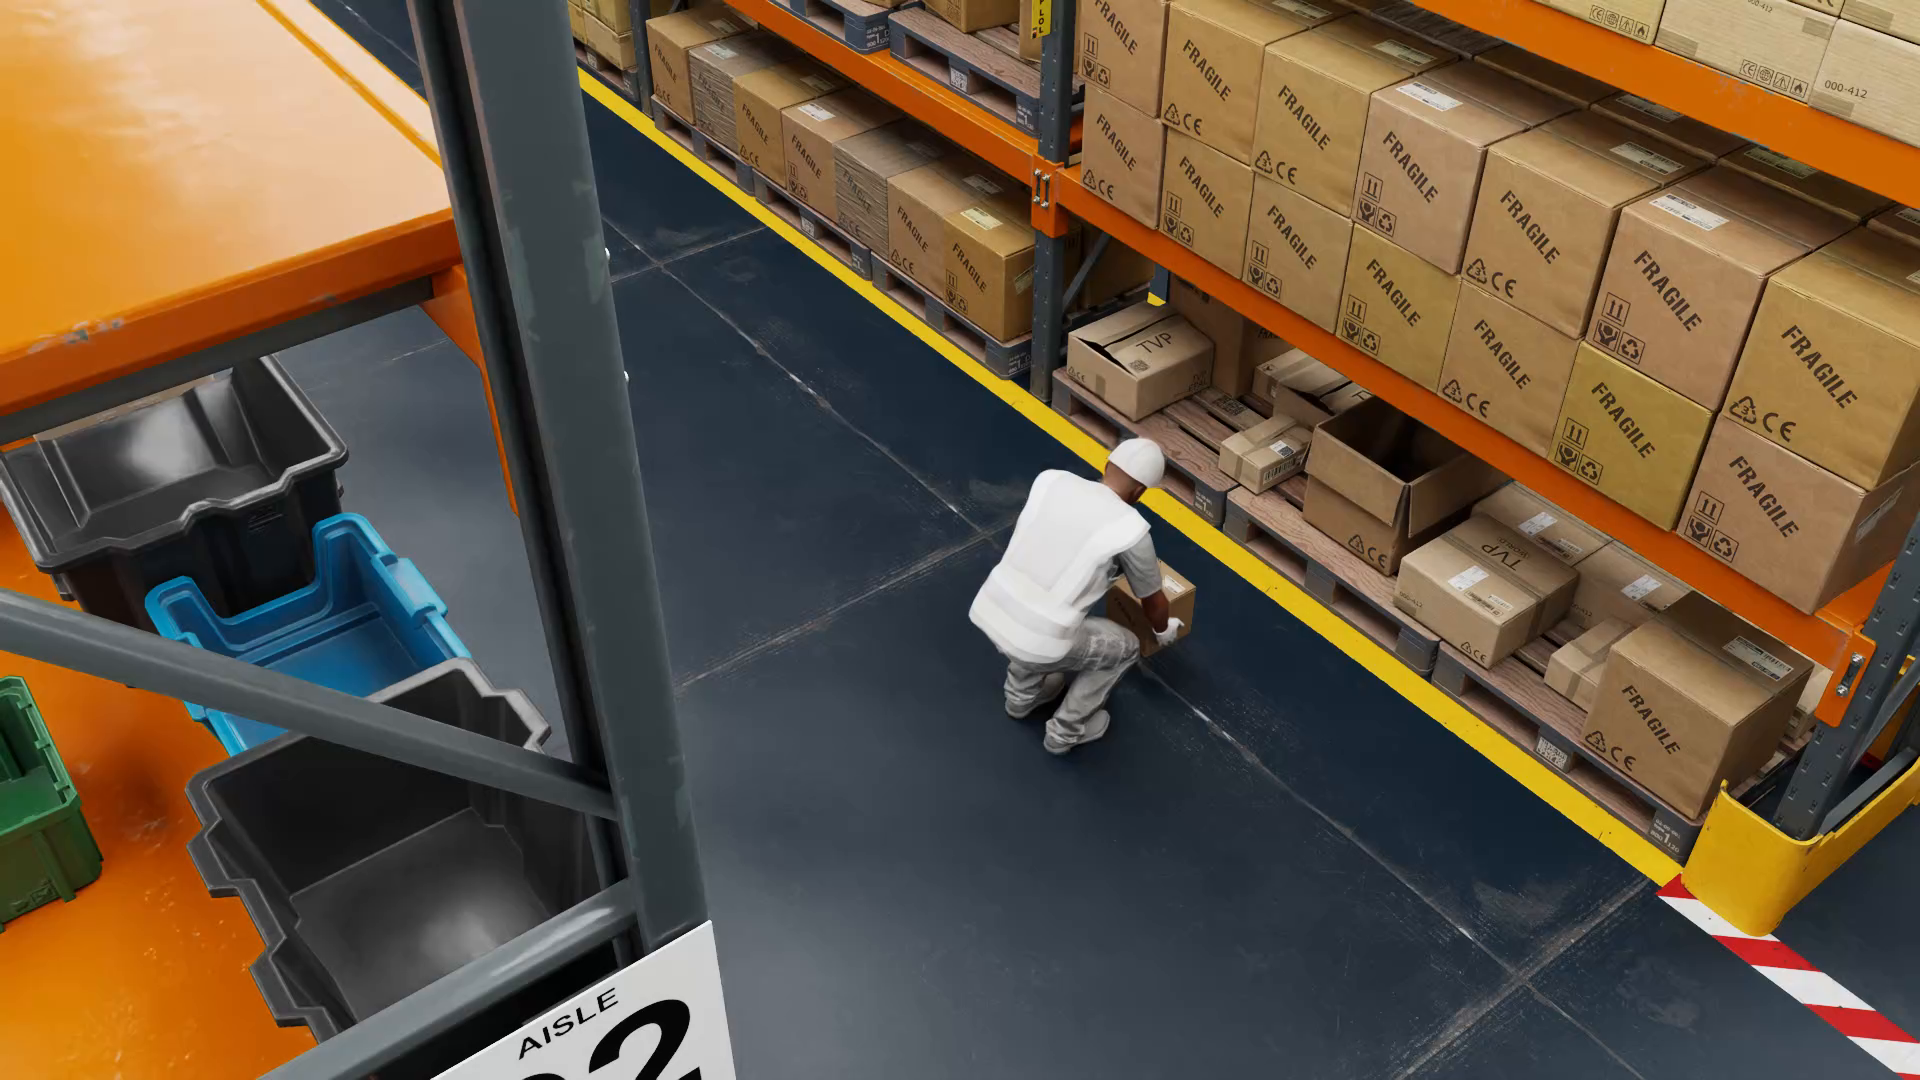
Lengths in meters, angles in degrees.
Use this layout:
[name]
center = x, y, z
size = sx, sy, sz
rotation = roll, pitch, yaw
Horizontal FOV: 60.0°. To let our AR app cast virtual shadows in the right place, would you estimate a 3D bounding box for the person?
[person]
center = 0.417, 0.212, 6.378
size = 0.858, 1.157, 0.593
rotation = -26, 47, -28
